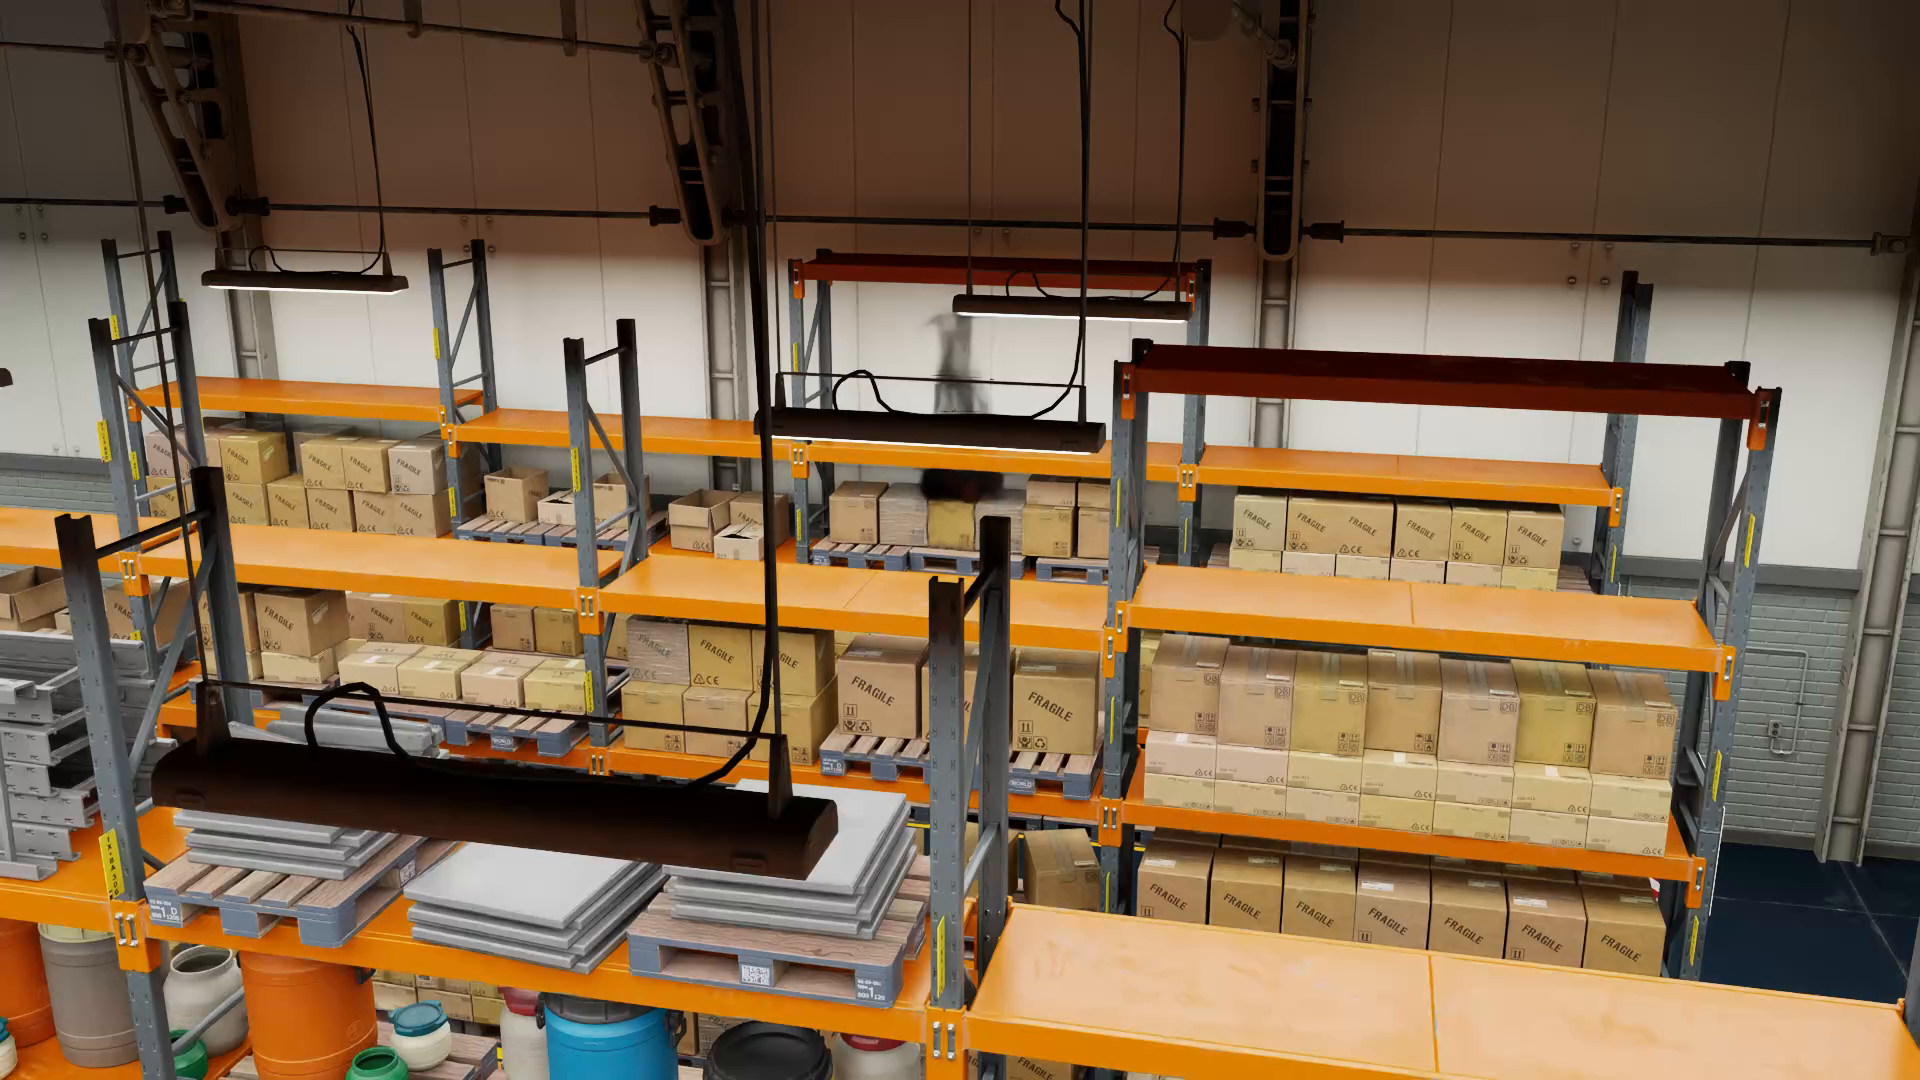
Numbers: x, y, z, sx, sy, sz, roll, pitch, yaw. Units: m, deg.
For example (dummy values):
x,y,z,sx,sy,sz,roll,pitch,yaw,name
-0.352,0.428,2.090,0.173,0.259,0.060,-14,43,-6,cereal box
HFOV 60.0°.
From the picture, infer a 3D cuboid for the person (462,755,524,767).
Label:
x,y,z,sx,sy,sz,roll,pitch,yaw,name
-4.470,2.719,16.321,0.861,1.549,0.685,0,16,0,person
